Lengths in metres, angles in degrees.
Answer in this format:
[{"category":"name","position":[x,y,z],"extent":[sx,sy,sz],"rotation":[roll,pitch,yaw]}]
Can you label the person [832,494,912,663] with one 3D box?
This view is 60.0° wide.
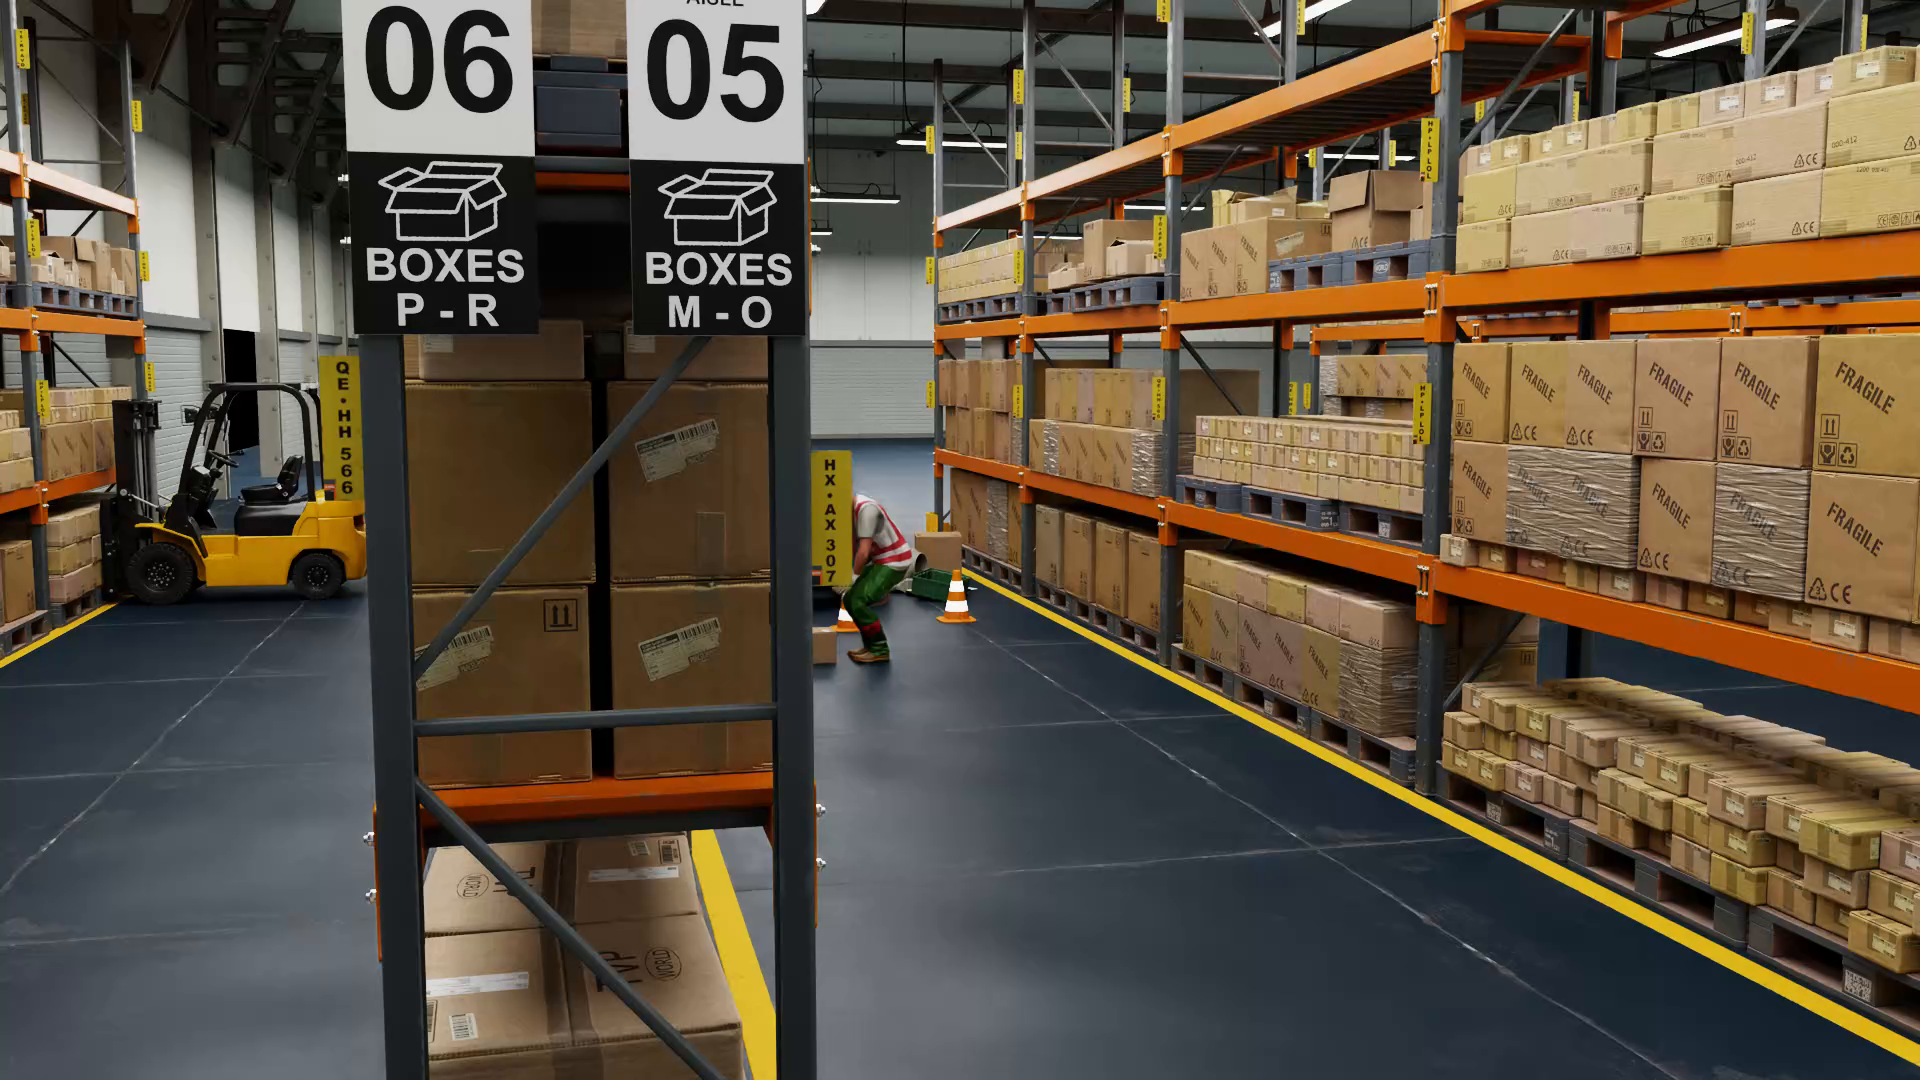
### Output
[{"category":"person","position":[-0.740,0.226,13.158],"extent":[0.731,1.471,0.580],"rotation":[-1,6,-13]}]
